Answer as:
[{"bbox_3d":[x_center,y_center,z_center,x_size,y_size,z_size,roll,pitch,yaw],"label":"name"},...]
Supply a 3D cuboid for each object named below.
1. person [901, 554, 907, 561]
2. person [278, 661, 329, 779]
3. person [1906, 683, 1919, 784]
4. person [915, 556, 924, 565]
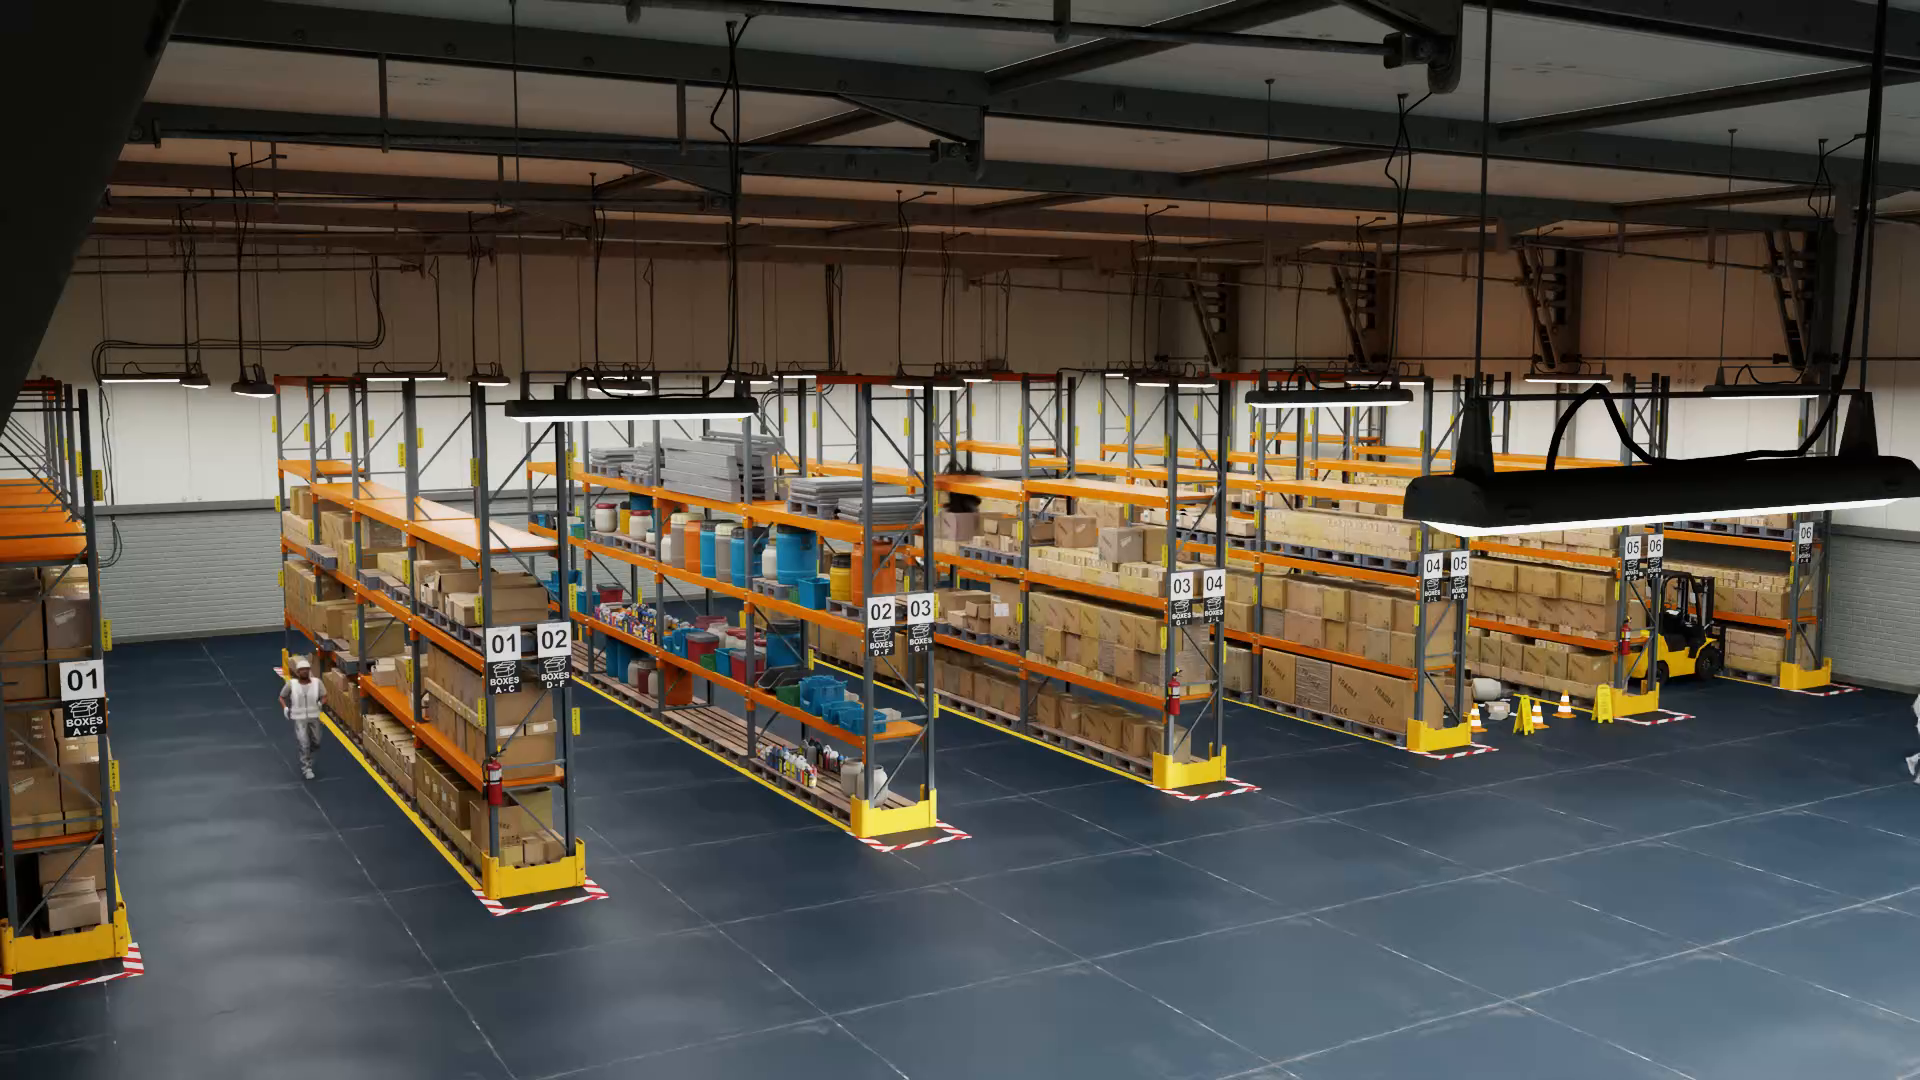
[{"bbox_3d":[-1.451,1.050,41.412,0.687,1.574,0.535,4,7,33],"label":"person"},{"bbox_3d":[-9.930,2.702,25.225,0.698,1.756,0.886,-4,7,-31],"label":"person"},{"bbox_3d":[14.375,2.819,24.629,0.561,1.664,0.658,2,7,20],"label":"person"},{"bbox_3d":[-1.115,0.869,41.601,0.666,1.771,0.893,4,7,30],"label":"person"}]
